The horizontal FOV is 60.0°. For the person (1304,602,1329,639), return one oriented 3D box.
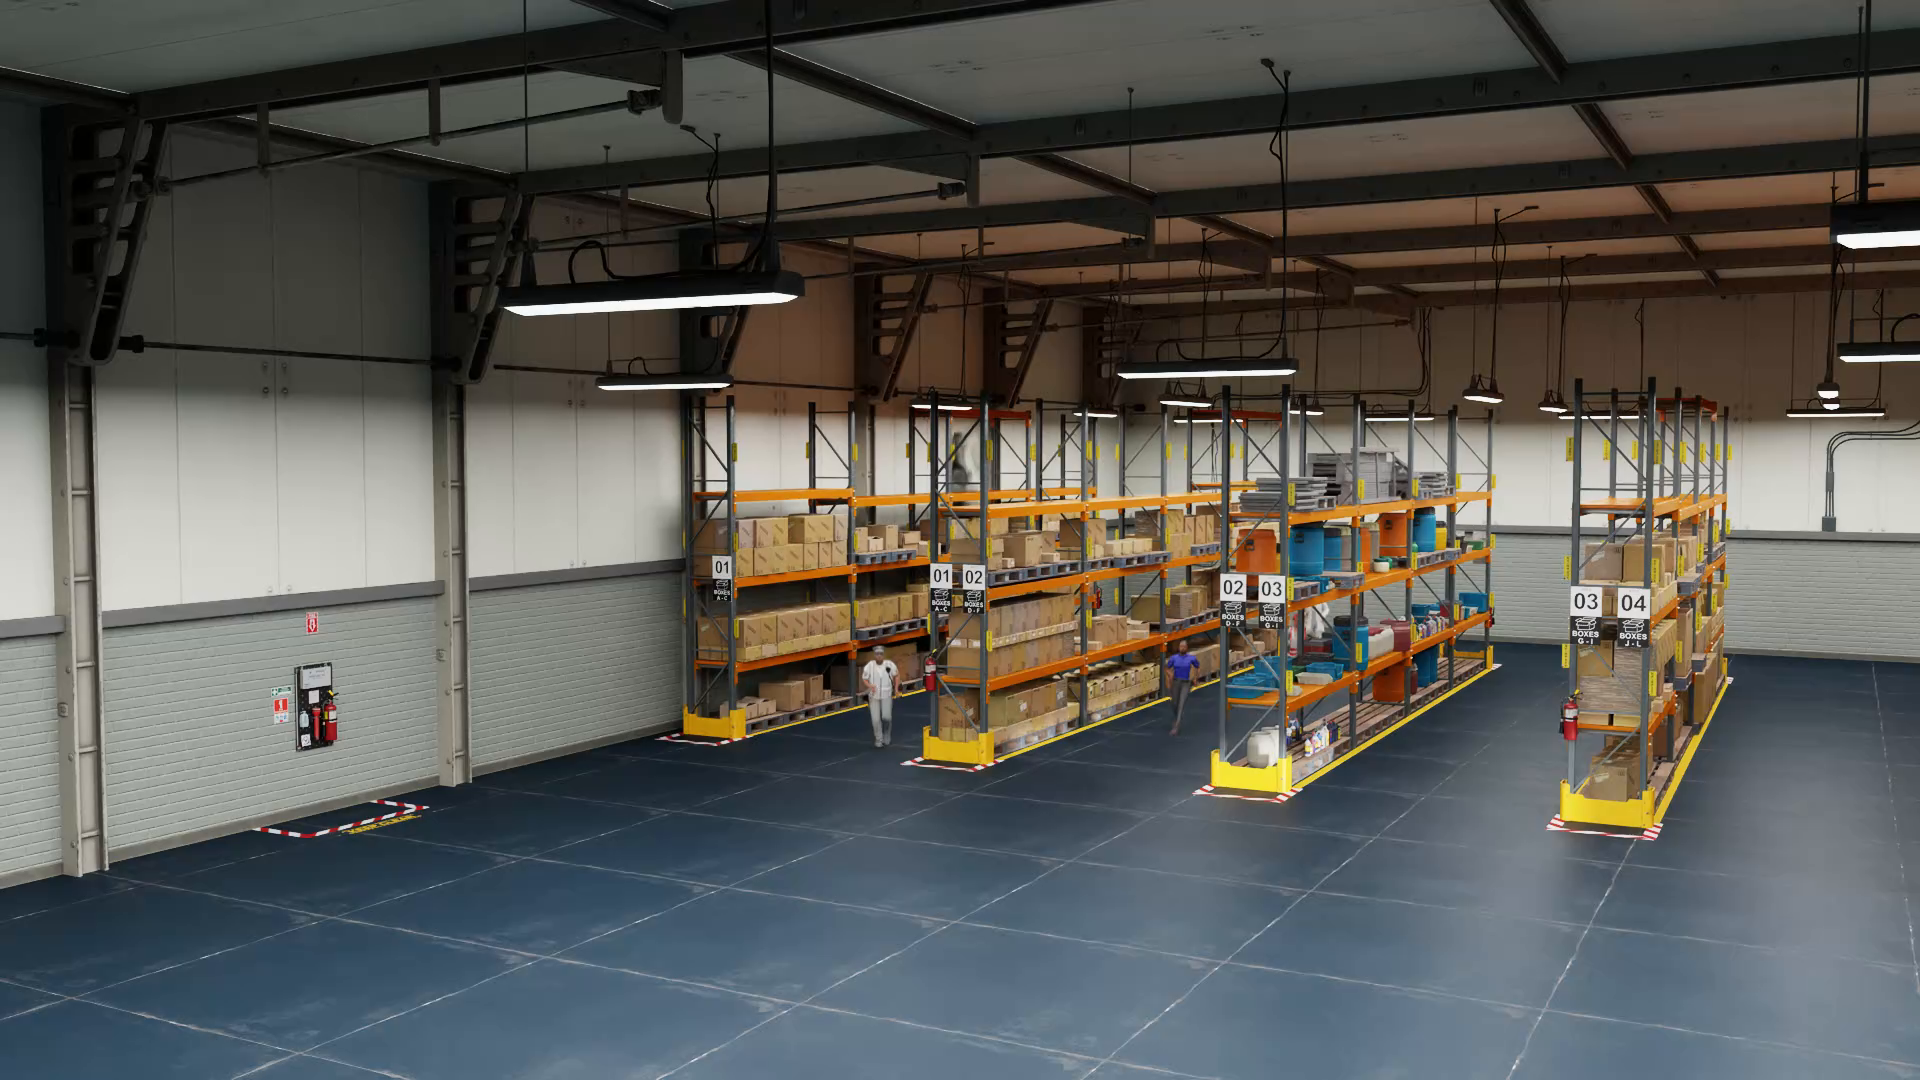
[{"bbox_3d":[8.523,2.017,40.029,0.699,1.733,0.636,1,3,11],"label":"person"}]

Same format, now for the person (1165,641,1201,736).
[{"bbox_3d":[3.962,2.613,29.673,0.618,1.647,0.958,1,3,21],"label":"person"}]

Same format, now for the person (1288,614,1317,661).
[{"bbox_3d":[6.685,2.345,32.920,0.664,1.798,0.944,2,3,27],"label":"person"}]

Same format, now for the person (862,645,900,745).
[{"bbox_3d":[-1.341,2.646,28.173,0.642,1.722,0.729,0,3,-2],"label":"person"}]
